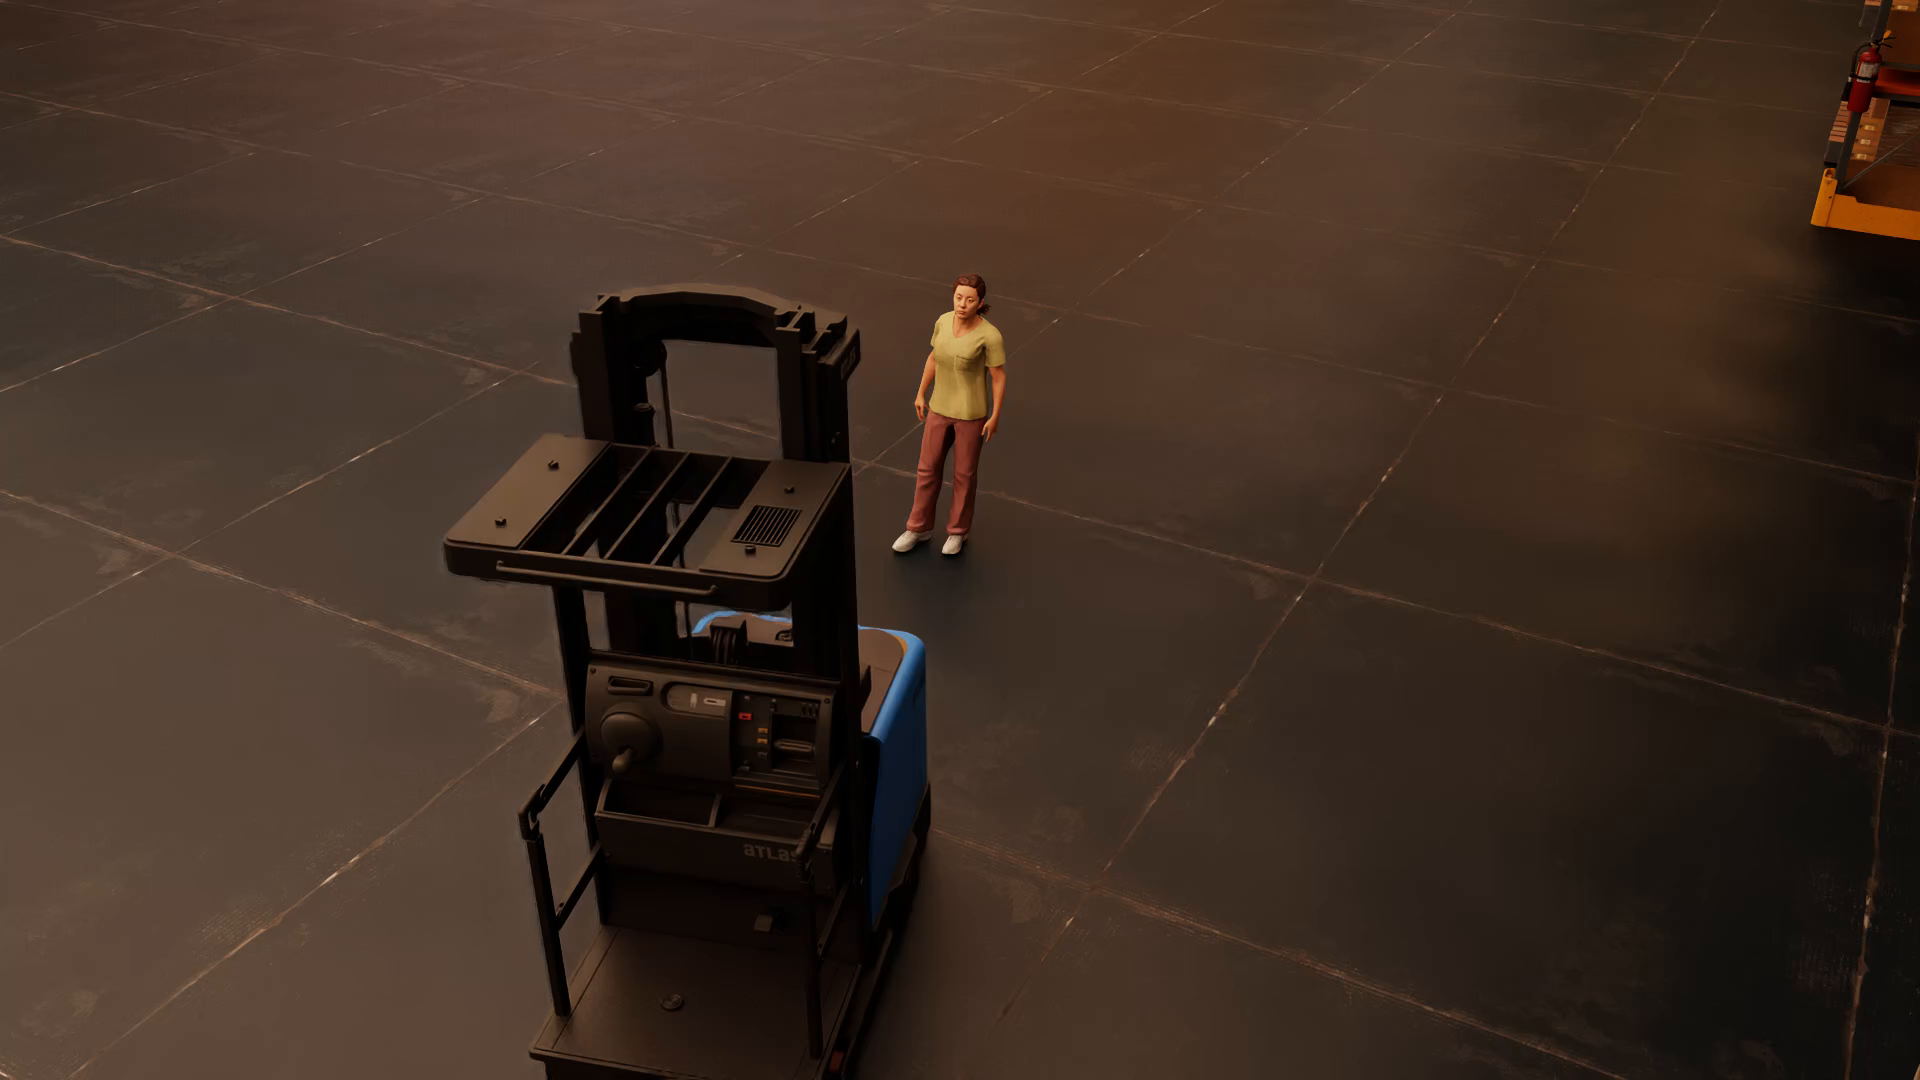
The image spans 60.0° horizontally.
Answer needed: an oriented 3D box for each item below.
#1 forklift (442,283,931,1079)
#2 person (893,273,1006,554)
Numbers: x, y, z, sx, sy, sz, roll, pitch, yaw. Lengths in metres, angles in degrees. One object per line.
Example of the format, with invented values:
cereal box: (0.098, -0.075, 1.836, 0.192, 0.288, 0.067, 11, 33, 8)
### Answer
forklift: (-0.949, 0.729, 5.808, 1.130, 2.935, 3.031, 6, 31, 11)
person: (-0.046, -0.703, 9.530, 0.553, 1.675, 0.549, 15, 33, 25)
